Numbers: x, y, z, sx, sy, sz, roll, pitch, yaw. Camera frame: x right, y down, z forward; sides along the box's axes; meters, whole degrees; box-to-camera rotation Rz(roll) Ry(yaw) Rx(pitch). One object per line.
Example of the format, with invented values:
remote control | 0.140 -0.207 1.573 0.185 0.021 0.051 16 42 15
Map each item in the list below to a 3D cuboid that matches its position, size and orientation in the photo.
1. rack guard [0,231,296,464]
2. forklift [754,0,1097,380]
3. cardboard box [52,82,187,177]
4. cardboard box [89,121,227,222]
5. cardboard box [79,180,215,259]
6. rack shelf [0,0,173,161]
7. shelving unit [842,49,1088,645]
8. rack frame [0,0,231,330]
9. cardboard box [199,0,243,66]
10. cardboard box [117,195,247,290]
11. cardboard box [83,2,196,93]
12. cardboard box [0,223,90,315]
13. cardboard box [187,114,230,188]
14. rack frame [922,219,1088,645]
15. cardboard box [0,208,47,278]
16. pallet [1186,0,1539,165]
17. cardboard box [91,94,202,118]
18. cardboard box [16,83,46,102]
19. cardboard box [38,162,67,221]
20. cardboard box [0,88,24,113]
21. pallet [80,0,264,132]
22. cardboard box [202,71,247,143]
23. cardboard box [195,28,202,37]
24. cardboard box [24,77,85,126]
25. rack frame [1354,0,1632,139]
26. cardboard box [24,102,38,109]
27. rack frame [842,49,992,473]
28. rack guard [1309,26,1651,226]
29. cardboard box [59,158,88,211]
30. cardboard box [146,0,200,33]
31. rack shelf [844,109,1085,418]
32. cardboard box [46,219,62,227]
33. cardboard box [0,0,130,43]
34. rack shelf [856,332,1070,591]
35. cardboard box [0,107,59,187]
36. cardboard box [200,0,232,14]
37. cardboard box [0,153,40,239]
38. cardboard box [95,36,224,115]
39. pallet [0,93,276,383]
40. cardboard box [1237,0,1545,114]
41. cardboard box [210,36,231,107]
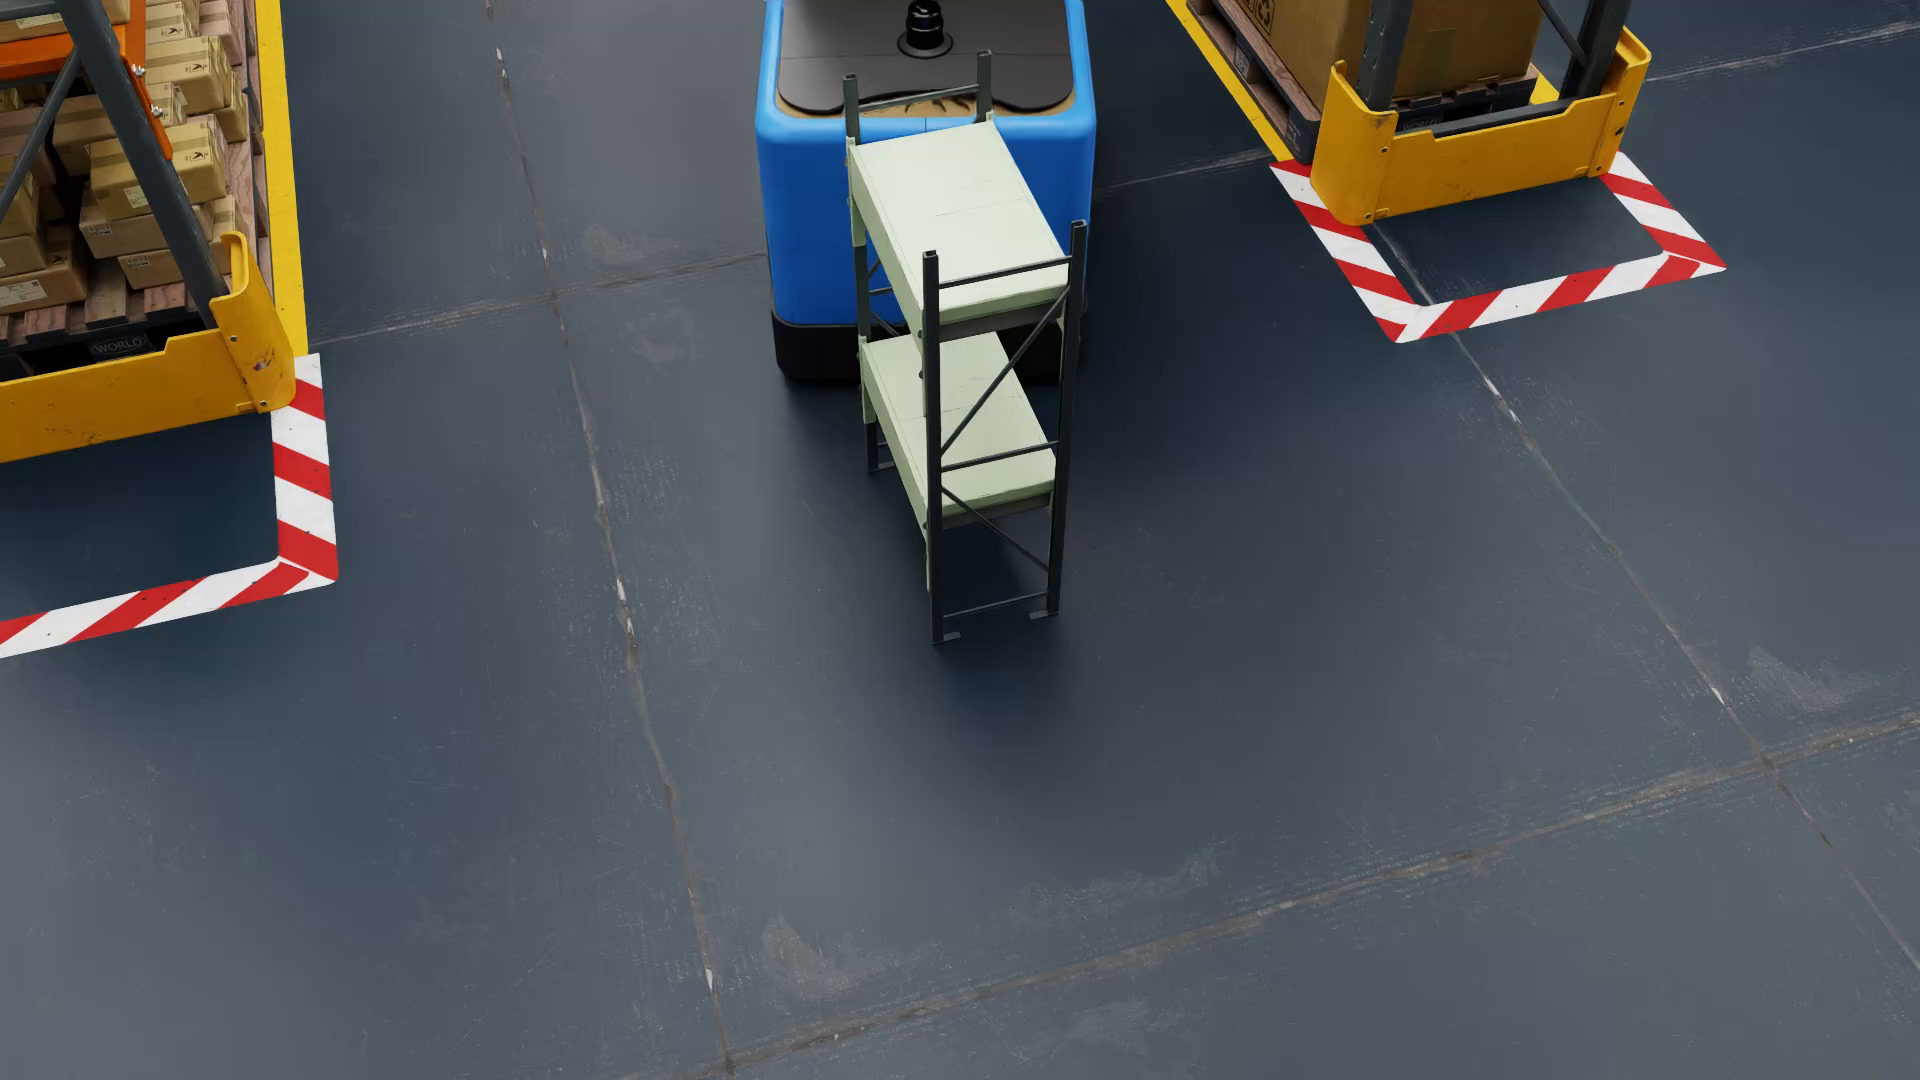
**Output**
rack guard | -2.856 -0.609 5.436 1.175 0.500 0.348 -13 51 -11
forklift | -0.129 -2.603 5.527 1.130 2.935 3.031 -1 50 -1
cardboard box | -2.860 -1.401 5.670 0.380 0.149 0.250 -12 51 -10
cardboard box | -2.664 -1.227 5.523 0.380 0.149 0.250 -15 52 -13
cardboard box | -2.743 -1.112 5.621 0.380 0.149 0.250 -11 51 -9
rack shelf | -3.425 -2.588 5.940 1.077 0.370 4.000 -13 51 -11
shelving unit | -0.002 -0.488 4.681 0.431 1.500 0.755 -13 51 -11
rack frame | -2.834 -1.359 4.434 1.000 3.000 0.127 -13 51 -11
cardboard box | -3.046 -1.961 6.531 0.380 0.149 0.250 -16 52 -13
cardboard box | -2.683 -1.030 5.747 0.380 0.149 0.250 -12 51 -10
cardboard box | -2.965 -1.776 5.986 0.380 0.149 0.250 -16 52 -13
cardboard box | -3.188 -0.913 5.647 0.380 0.149 0.250 -13 51 -10
cardboard box | -2.770 -1.325 5.800 0.380 0.149 0.250 -14 51 -11
rack frame | 0.106 -0.221 4.455 0.400 1.500 0.023 -13 51 -11
cardboard box | -3.262 -0.992 5.520 0.380 0.149 0.250 -15 51 -12
pallet | 1.623 -2.074 6.860 1.003 0.211 1.213 -13 51 -11
cardboard box | -2.927 -1.484 5.934 0.380 0.149 0.250 -13 51 -11
cardboard box | -3.466 -1.657 5.886 0.380 0.149 0.250 -15 52 -12
cardboard box | -3.288 -1.195 5.691 0.380 0.149 0.250 -14 51 -12
cardboard box | -3.450 -1.453 5.714 0.380 0.149 0.250 -14 51 -12
pallet | -3.420 -2.006 6.803 1.003 0.211 1.213 -13 51 -11
cardboard box | -2.889 -1.594 6.222 0.380 0.149 0.250 -13 51 -11
cardboard box | -3.069 -1.868 6.258 0.380 0.149 0.250 -16 52 -13
cardboard box | -3.399 -1.591 6.025 0.380 0.149 0.250 -14 51 -11
rack frame | 1.934 -2.407 5.317 1.000 3.000 0.127 -13 51 -11
cardboard box | -3.418 -1.371 5.840 0.380 0.149 0.250 -15 52 -12
rack frame | -0.110 -0.756 4.906 0.400 1.500 0.023 -13 51 -11
rack guard | 1.942 -1.583 6.258 1.175 0.500 0.348 -13 51 -11
cardboard box | -3.357 -1.290 5.966 0.380 0.149 0.250 -14 51 -11
cardboard box | -3.038 -1.981 6.159 0.380 0.149 0.250 -12 51 -10
rack shelf | -0.002 -0.740 4.382 0.431 0.370 0.720 -13 51 -11
cardboard box | -3.361 -1.078 5.787 0.380 0.149 0.250 -12 51 -10
cardboard box | -2.616 -1.589 4.792 0.380 0.149 0.250 -14 51 -11
rack shelf | -0.002 -0.278 4.930 0.431 0.370 0.720 -13 51 -11
cardboard box | -3.252 -1.293 5.579 0.380 0.149 0.250 -12 51 -10
cardboard box | -3.153 -2.157 6.697 0.380 0.149 0.250 -13 51 -11
cardboard box | -3.232 -1.096 5.413 0.380 0.149 0.250 -13 51 -11
cardboard box | -2.813 -1.614 5.849 0.380 0.149 0.250 -13 51 -11
pallet | -3.062 -1.117 6.054 1.003 0.211 1.213 -13 51 -11
cardboard box | 1.669 -2.306 6.347 0.875 0.875 0.875 -13 51 -11
cardboard box | -2.899 -1.695 6.113 0.380 0.149 0.250 -12 51 -10
